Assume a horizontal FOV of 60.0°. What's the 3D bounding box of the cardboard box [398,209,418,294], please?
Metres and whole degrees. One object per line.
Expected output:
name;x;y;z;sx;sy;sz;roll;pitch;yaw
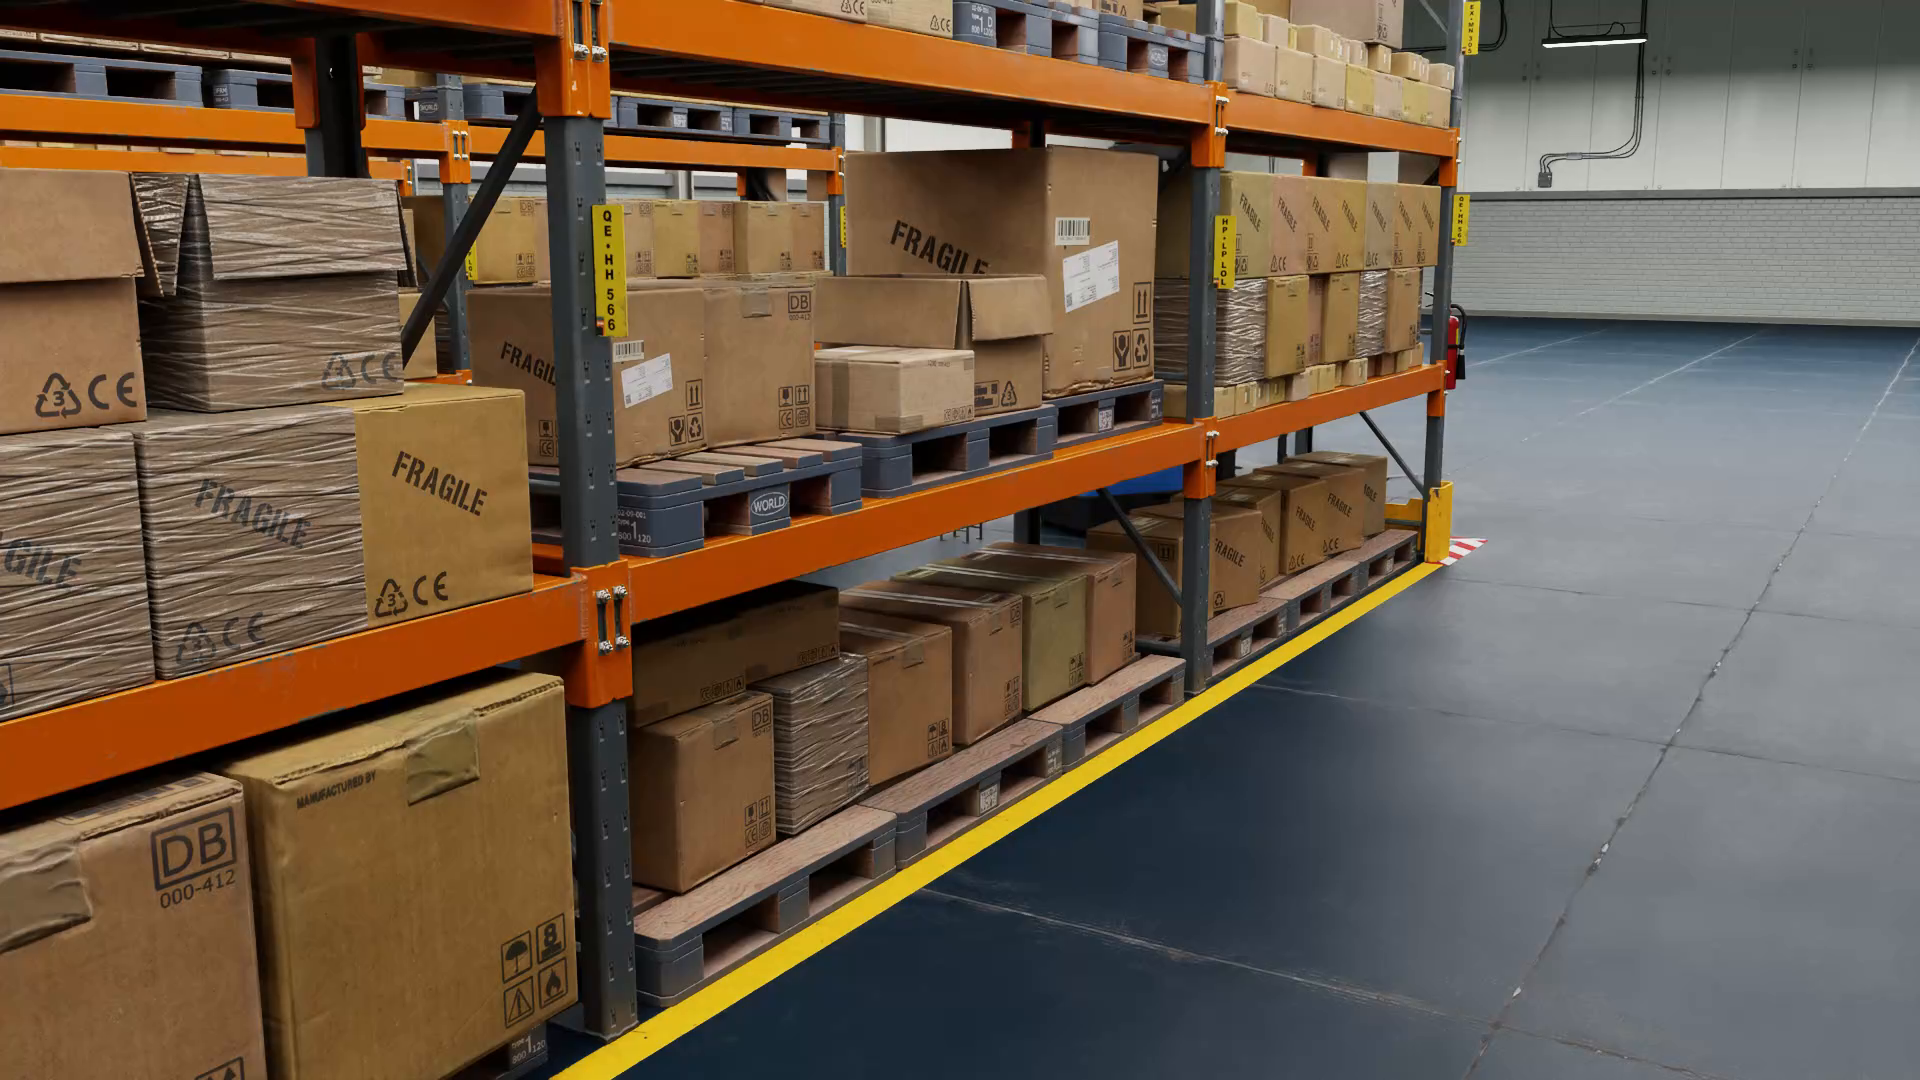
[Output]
cardboard box;-3.716;-1.738;10.013;0.700;0.500;0.500;6;12;30

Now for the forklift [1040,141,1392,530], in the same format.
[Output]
forklift;1.967;-1.645;12.688;3.031;2.935;1.130;-6;12;-27

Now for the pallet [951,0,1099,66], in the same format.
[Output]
pallet;-0.224;-1.918;6.323;1.213;0.211;1.003;6;12;31

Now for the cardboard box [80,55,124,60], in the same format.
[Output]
cardboard box;-4.616;-2.666;8.759;0.396;0.266;0.258;6;12;31

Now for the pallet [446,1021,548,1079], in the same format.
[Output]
pallet;-1.827;1.330;4.191;1.003;0.211;1.213;6;12;31

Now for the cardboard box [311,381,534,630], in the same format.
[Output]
cardboard box;-1.398;-0.105;4.008;0.500;0.500;0.500;7;13;32

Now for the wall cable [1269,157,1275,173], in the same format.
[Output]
wall cable;7.189;-9.290;45.477;3.097;2.526;0.112;6;12;31

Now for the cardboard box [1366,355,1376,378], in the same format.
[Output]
cardboard box;2.304;-1.071;10.120;0.380;0.149;0.250;6;12;31

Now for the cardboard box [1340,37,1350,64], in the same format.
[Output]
cardboard box;1.905;-2.657;9.084;0.380;0.149;0.250;7;13;32

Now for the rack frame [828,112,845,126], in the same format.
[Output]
rack frame;-1.387;-4.854;13.343;1.000;3.000;0.127;6;12;31

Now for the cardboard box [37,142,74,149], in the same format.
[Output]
cardboard box;-7.189;-3.145;13.050;0.380;0.149;0.250;6;12;31

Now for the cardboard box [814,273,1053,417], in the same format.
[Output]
cardboard box;-0.098;-0.762;6.367;0.797;0.503;0.637;8;13;36

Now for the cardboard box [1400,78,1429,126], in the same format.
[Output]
cardboard box;2.510;-2.637;10.061;0.500;0.250;0.500;6;12;31

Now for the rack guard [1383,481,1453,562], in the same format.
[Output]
rack guard;2.760;-0.175;11.445;1.175;0.500;0.348;6;12;31

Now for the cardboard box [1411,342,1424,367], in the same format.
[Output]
cardboard box;2.828;-1.228;10.957;0.380;0.149;0.250;6;12;31

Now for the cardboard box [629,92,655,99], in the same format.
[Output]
cardboard box;-2.324;-3.108;11.437;0.380;0.149;0.250;6;12;31

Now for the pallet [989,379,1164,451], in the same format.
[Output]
pallet;0.202;-0.586;7.368;1.003;0.211;1.213;6;12;31

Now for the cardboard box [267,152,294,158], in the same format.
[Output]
cardboard box;-6.162;-3.472;14.797;0.380;0.149;0.250;6;12;30

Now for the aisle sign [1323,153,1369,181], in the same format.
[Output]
aisle sign;2.576;-2.732;11.245;0.394;0.787;0.004;6;12;31

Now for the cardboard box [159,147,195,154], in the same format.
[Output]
cardboard box;-6.631;-3.304;13.898;0.380;0.149;0.250;6;12;30

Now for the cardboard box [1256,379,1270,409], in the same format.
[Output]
cardboard box;1.339;-0.748;8.396;0.380;0.149;0.250;6;12;31

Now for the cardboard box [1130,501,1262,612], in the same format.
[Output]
cardboard box;1.256;0.086;8.910;0.500;0.500;0.500;-9;14;-39

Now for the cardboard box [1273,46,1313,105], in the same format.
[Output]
cardboard box;1.446;-2.317;8.351;0.500;0.250;0.500;6;12;30

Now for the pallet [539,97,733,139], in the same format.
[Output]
pallet;-2.396;-3.026;11.969;1.003;0.211;1.213;6;12;31

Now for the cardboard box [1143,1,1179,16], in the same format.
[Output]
cardboard box;0.739;-2.797;8.068;0.500;0.500;0.500;6;12;29

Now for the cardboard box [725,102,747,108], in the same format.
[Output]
cardboard box;-1.798;-3.267;12.286;0.380;0.149;0.250;6;12;30

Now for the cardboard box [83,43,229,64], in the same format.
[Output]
cardboard box;-4.185;-2.666;8.634;0.500;0.311;0.500;6;12;29

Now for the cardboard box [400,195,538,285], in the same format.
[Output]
cardboard box;-3.243;-1.936;10.714;0.875;0.550;0.550;6;12;31

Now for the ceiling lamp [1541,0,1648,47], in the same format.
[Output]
ceiling lamp;12.899;-11.581;33.413;2.000;3.185;0.800;6;12;31

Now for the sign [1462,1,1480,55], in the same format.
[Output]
sign;3.264;-3.269;10.621;0.100;0.325;0.005;6;12;31

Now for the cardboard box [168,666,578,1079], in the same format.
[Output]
cardboard box;-1.730;0.787;4.146;1.225;0.875;0.875;6;12;28

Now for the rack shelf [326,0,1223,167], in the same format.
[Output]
rack shelf;-0.315;-1.593;6.028;1.077;0.370;4.000;6;12;31

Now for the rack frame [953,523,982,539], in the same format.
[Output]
rack frame;0.055;-0.606;11.847;0.240;1.200;0.006;6;12;31

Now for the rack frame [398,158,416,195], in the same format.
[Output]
rack frame;-5.670;-2.362;16.336;1.000;3.000;0.127;6;12;31

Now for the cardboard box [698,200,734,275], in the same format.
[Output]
cardboard box;-2.226;-2.285;12.579;0.875;0.550;0.550;6;12;31

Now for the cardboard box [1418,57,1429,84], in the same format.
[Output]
cardboard box;2.639;-2.856;10.143;0.380;0.149;0.250;6;12;28

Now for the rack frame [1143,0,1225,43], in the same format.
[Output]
rack frame;0.723;-3.735;7.366;1.000;3.000;0.127;6;12;31

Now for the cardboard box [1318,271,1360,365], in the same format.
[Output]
cardboard box;1.768;-1.285;9.501;0.875;0.500;0.500;6;12;31

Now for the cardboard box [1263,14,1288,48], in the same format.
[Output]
cardboard box;1.395;-2.494;8.212;0.380;0.149;0.250;6;12;31

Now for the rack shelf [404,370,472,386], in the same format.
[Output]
rack shelf;-4.502;-0.608;8.920;1.077;0.370;4.000;6;12;31

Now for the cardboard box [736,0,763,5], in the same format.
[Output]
cardboard box;-0.892;-1.608;4.561;0.500;0.250;0.500;7;12;32

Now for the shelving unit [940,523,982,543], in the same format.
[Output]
shelving unit;0.008;-0.592;11.770;0.258;1.200;0.189;6;12;31

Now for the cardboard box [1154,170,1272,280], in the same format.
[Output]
cardboard box;1.174;-1.520;8.038;0.500;0.500;0.500;6;12;31

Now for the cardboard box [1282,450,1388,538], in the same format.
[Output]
cardboard box;2.461;-0.297;10.954;0.500;0.500;0.500;9;14;41

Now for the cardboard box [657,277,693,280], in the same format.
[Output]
cardboard box;-2.445;-1.664;12.200;0.875;0.550;0.500;6;12;31

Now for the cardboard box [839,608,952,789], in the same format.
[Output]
cardboard box;-0.457;0.569;6.273;0.700;0.500;0.500;8;13;35

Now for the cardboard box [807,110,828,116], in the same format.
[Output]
cardboard box;-1.270;-3.427;13.142;0.380;0.149;0.250;6;12;31

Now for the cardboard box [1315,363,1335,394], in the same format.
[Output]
cardboard box;1.859;-0.905;9.236;0.380;0.149;0.250;6;12;31

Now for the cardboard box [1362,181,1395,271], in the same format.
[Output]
cardboard box;2.209;-1.835;9.720;0.500;0.500;0.500;6;12;31

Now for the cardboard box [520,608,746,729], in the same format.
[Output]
cardboard box;-1.031;0.378;5.257;0.500;0.250;0.500;7;13;33
